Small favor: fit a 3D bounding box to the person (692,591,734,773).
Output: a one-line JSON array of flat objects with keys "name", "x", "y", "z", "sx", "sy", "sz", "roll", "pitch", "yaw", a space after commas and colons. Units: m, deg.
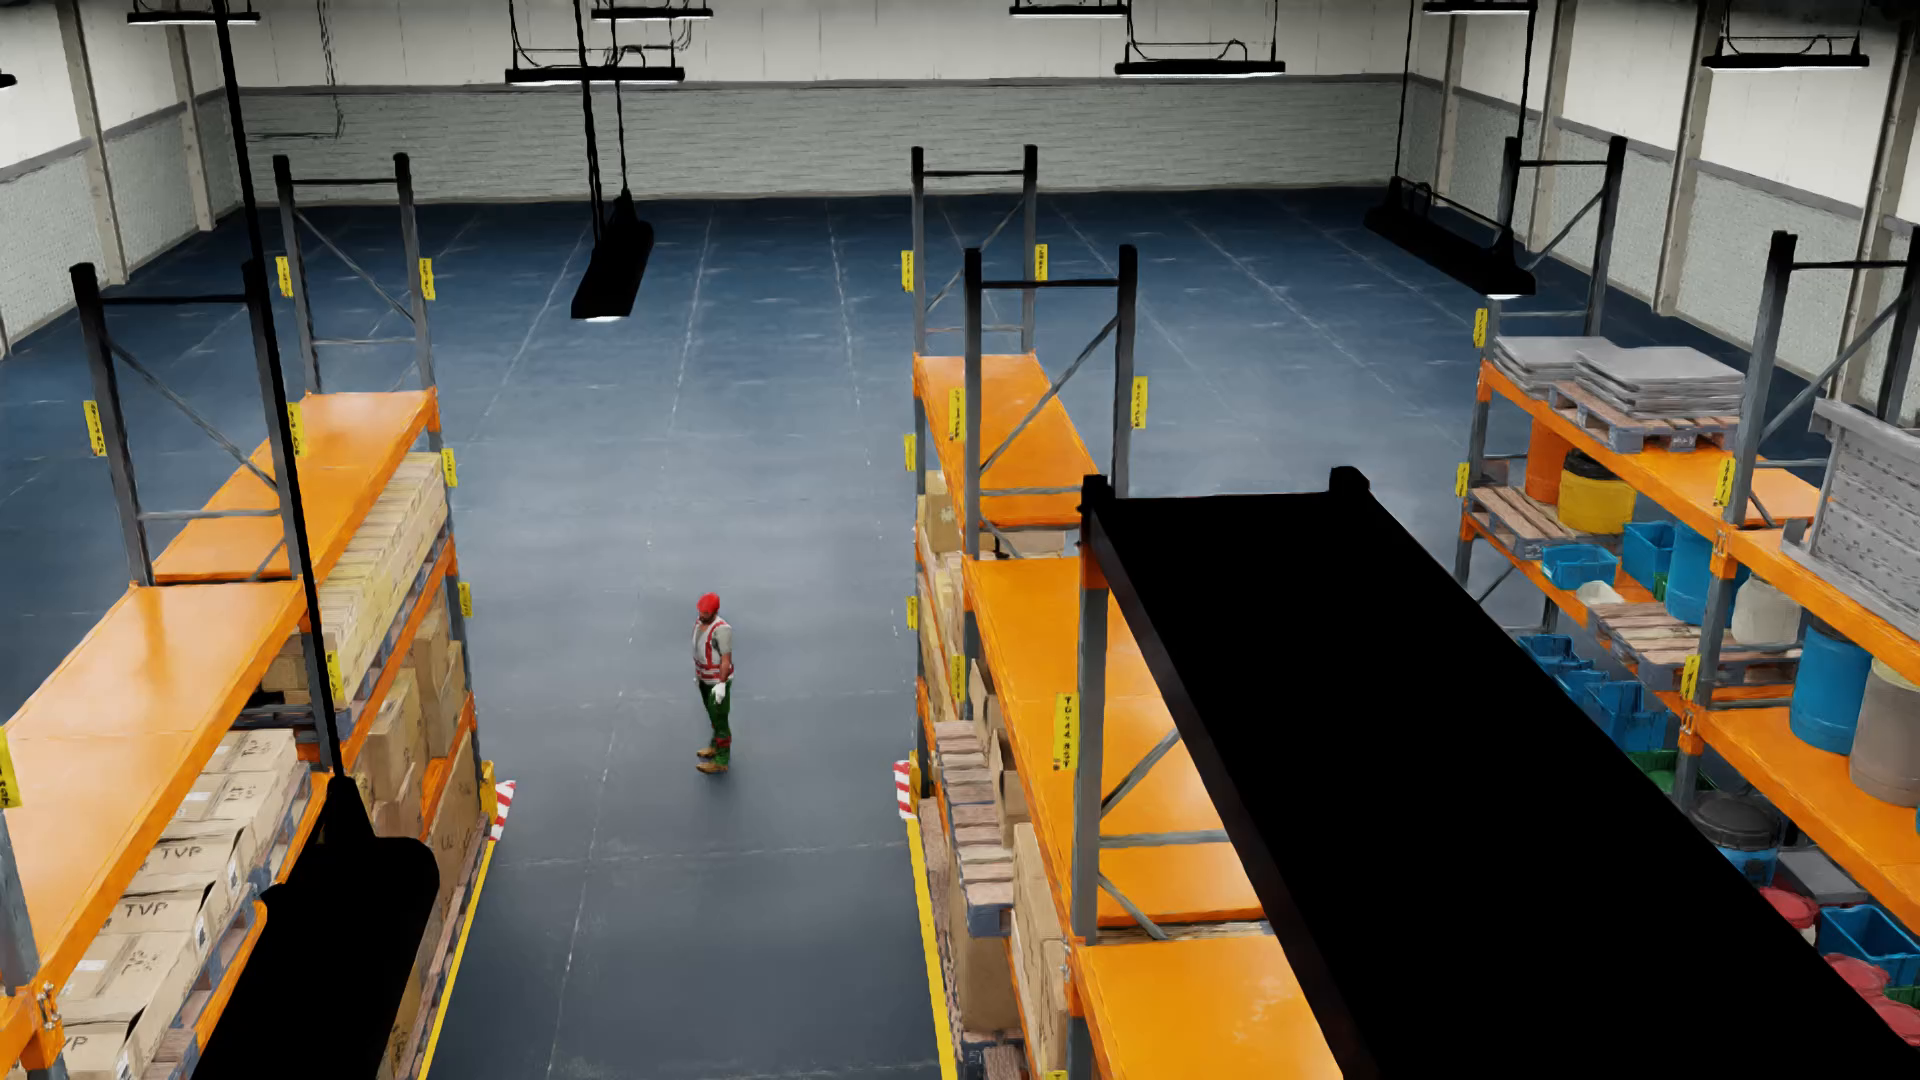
[{"name": "person", "x": -2.386, "y": 1.333, "z": 15.810, "sx": 0.451, "sy": 1.783, "sz": 0.597, "roll": -15, "pitch": 26, "yaw": -32}]
